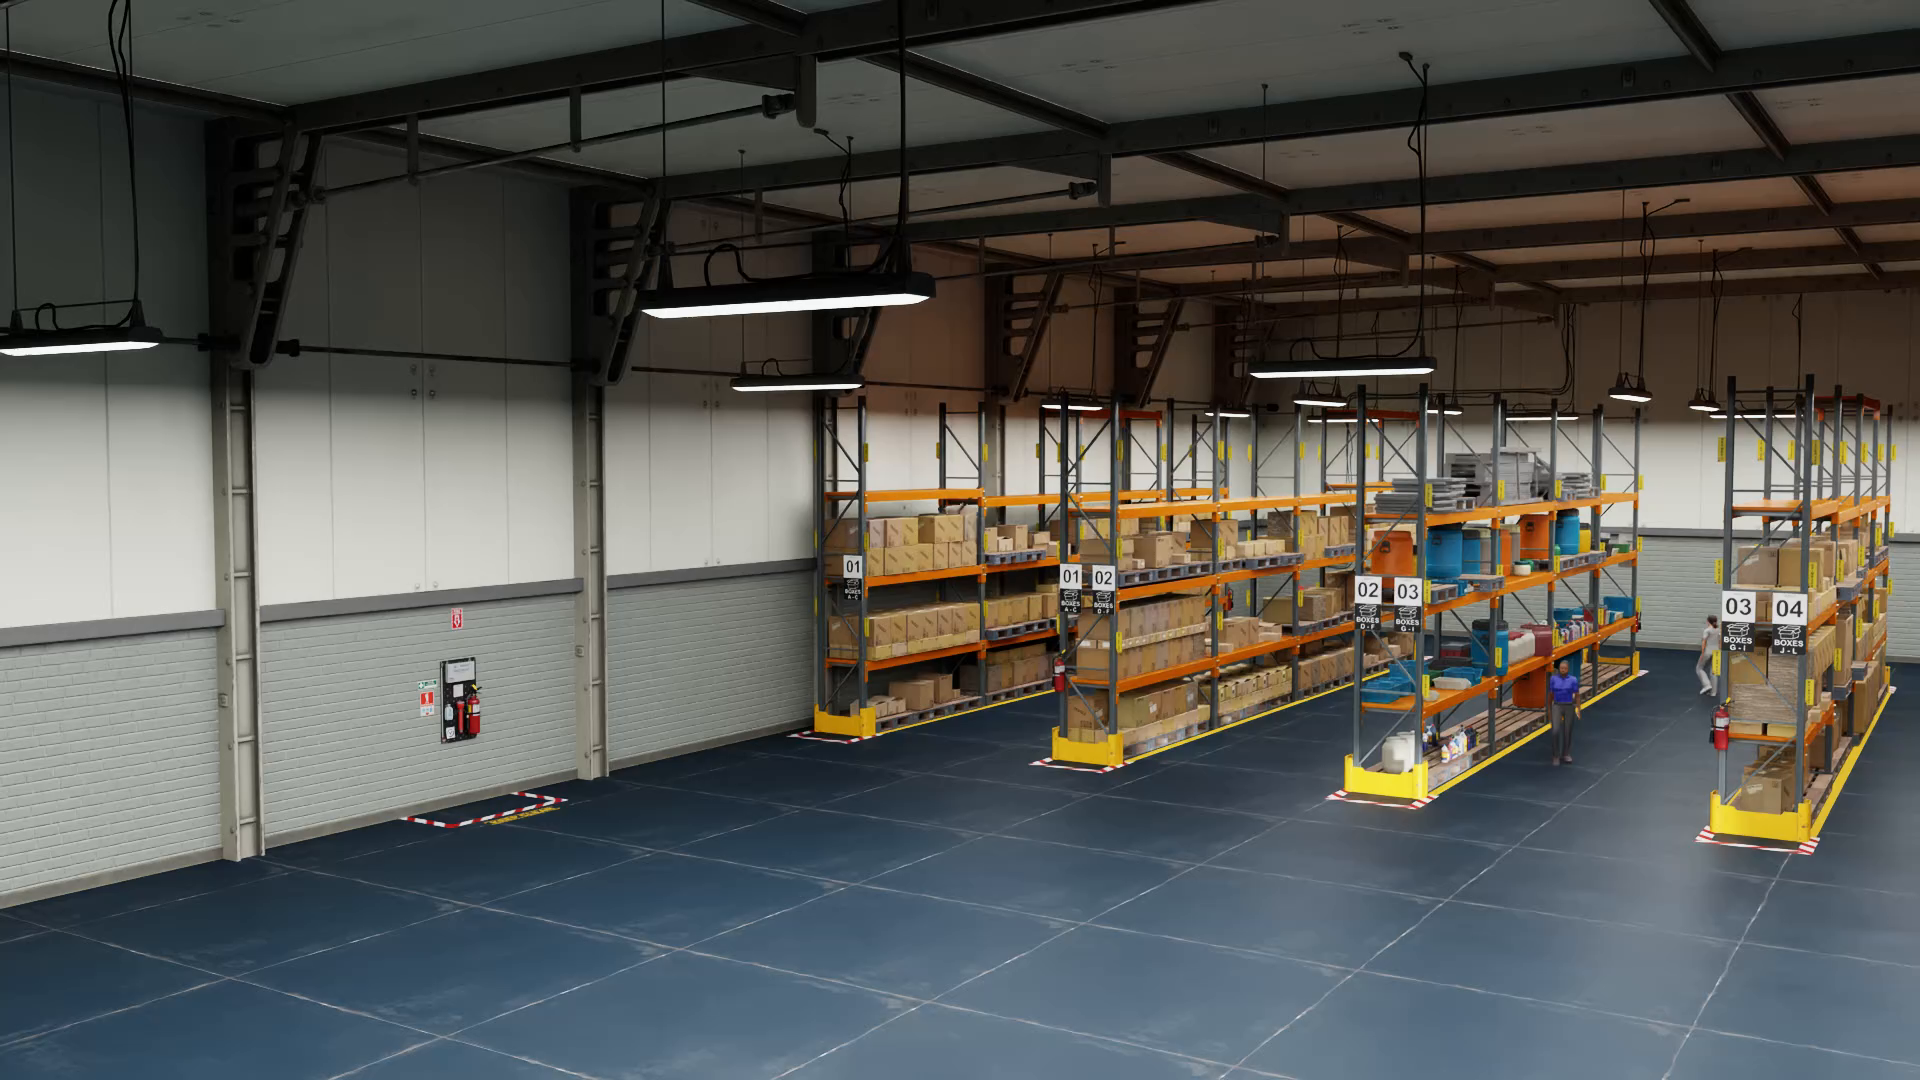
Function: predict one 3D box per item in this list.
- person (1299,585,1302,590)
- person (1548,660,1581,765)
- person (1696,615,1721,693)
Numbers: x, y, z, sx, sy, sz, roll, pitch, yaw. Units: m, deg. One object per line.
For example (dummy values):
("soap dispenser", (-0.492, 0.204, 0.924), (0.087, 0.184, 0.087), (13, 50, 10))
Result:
("person", (8.592, 1.934, 41.940), (0.652, 1.624, 0.629), (3, 4, 40))
("person", (9.739, 2.795, 26.802), (0.504, 1.706, 0.520), (1, 3, 19))
("person", (15.456, 2.339, 34.201), (0.478, 1.603, 0.431), (0, 3, -7))
